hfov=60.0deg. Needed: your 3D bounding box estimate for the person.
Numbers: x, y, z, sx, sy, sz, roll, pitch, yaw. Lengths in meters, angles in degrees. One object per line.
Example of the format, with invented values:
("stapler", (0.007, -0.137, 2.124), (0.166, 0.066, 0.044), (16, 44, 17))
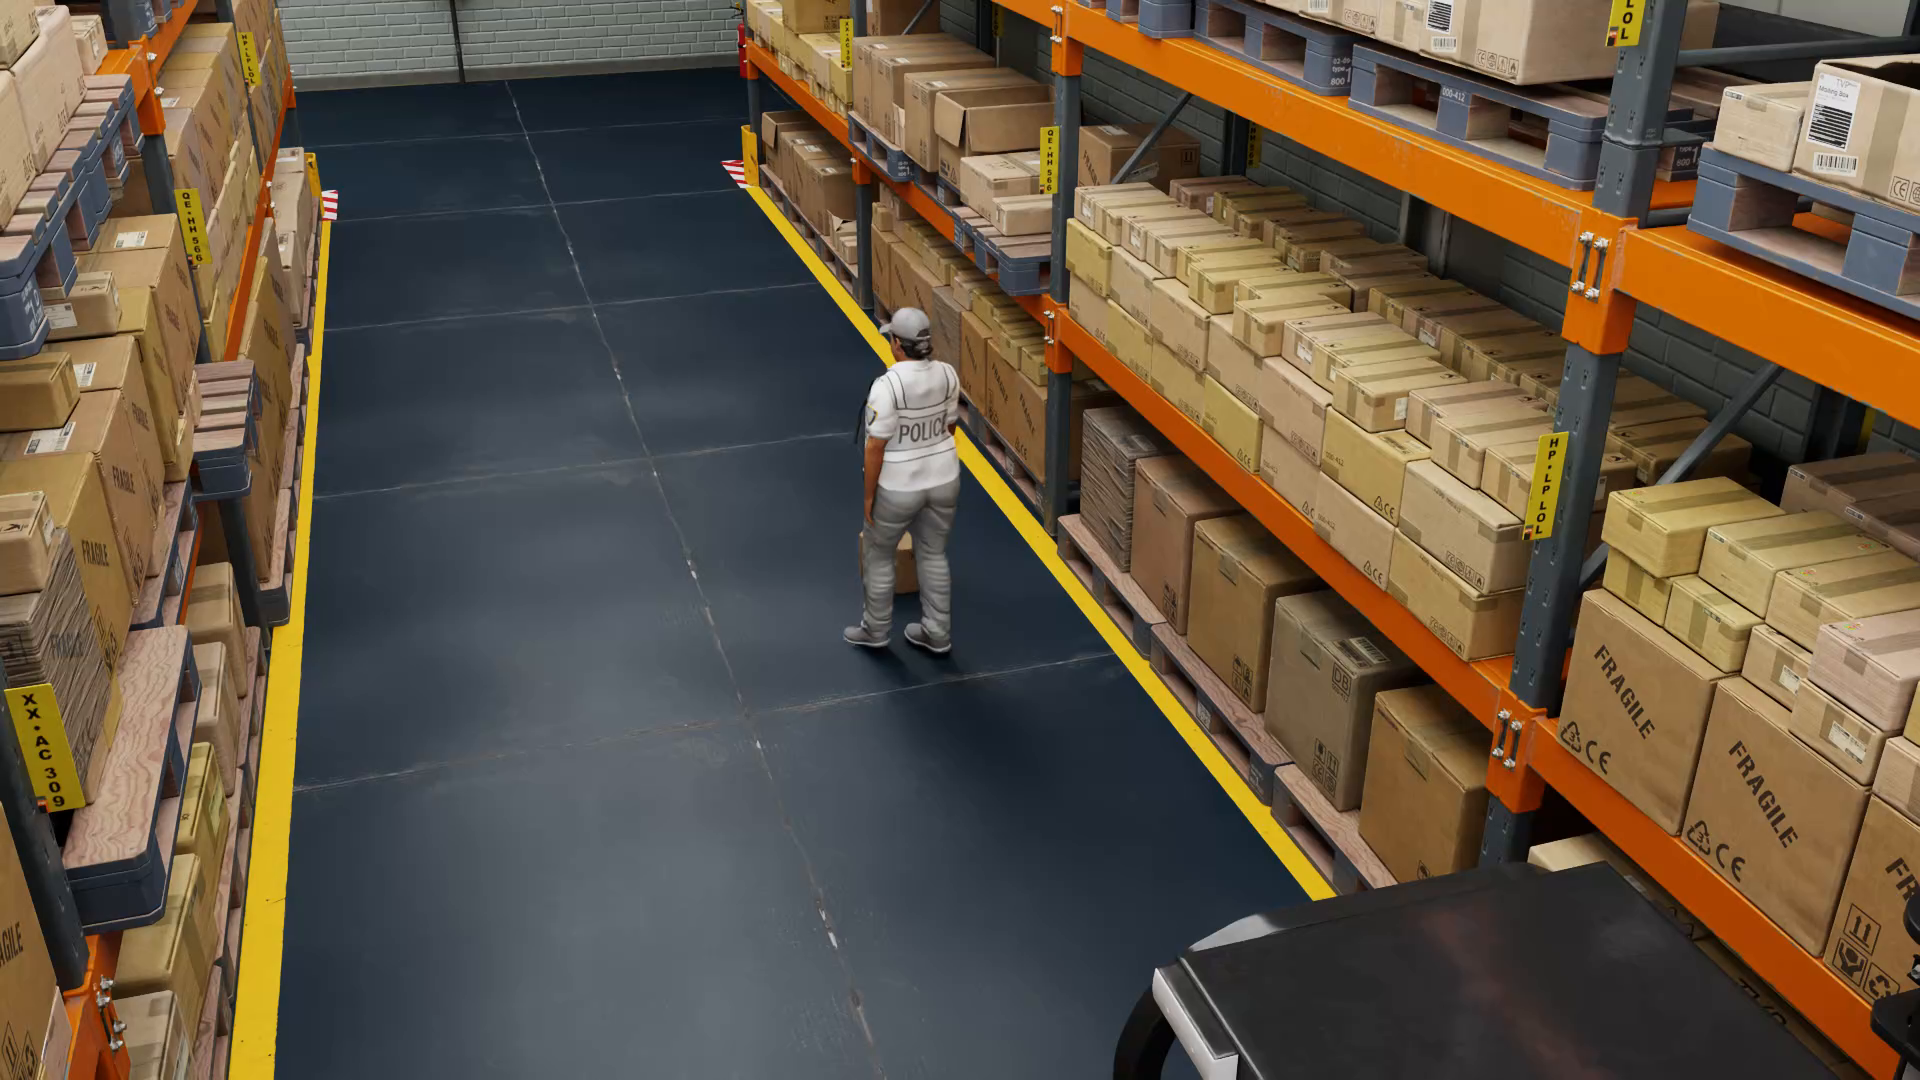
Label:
("person", (-0.256, -0.255, 7.625), (0.497, 1.689, 0.498), (-17, 31, -30))
